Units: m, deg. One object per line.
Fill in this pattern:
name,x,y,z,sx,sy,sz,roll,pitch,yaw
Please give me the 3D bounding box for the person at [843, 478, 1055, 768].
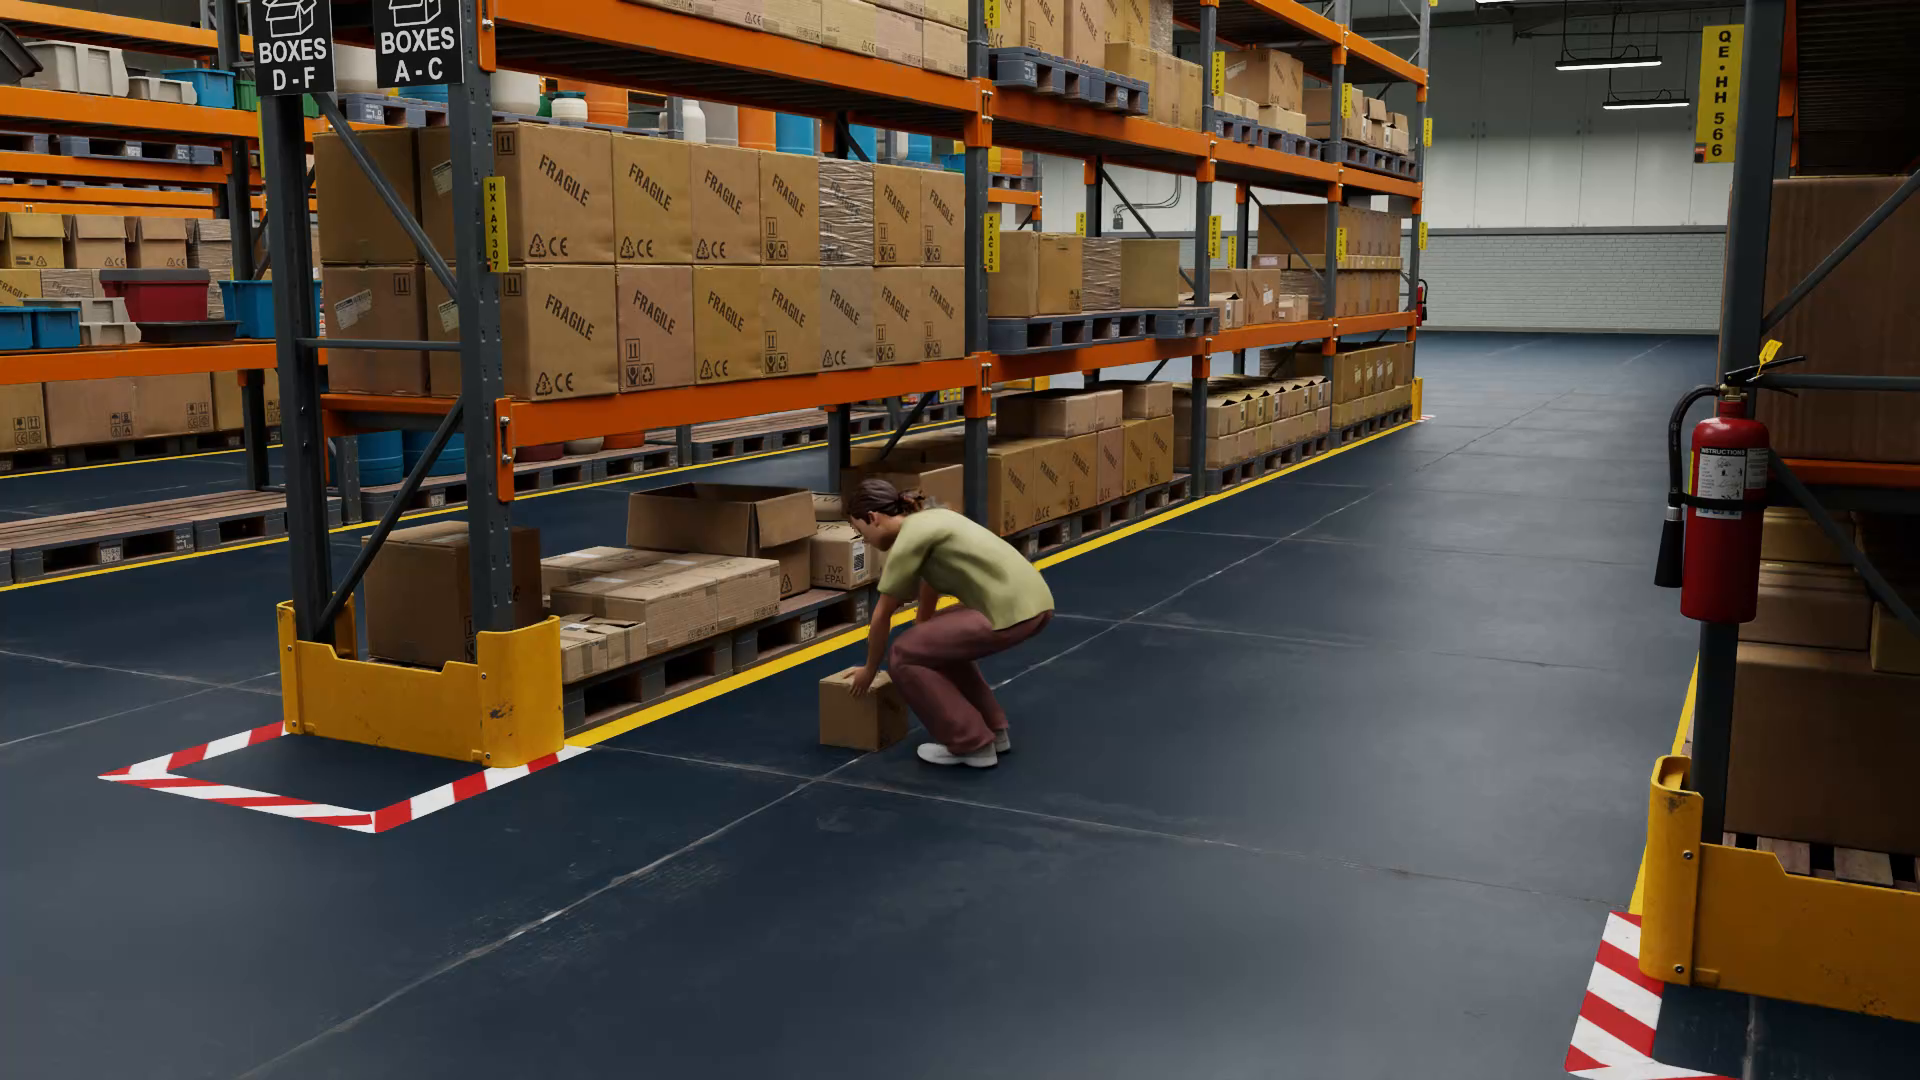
person,-0.054,0.296,6.098,0.777,1.023,0.491,4,10,26
